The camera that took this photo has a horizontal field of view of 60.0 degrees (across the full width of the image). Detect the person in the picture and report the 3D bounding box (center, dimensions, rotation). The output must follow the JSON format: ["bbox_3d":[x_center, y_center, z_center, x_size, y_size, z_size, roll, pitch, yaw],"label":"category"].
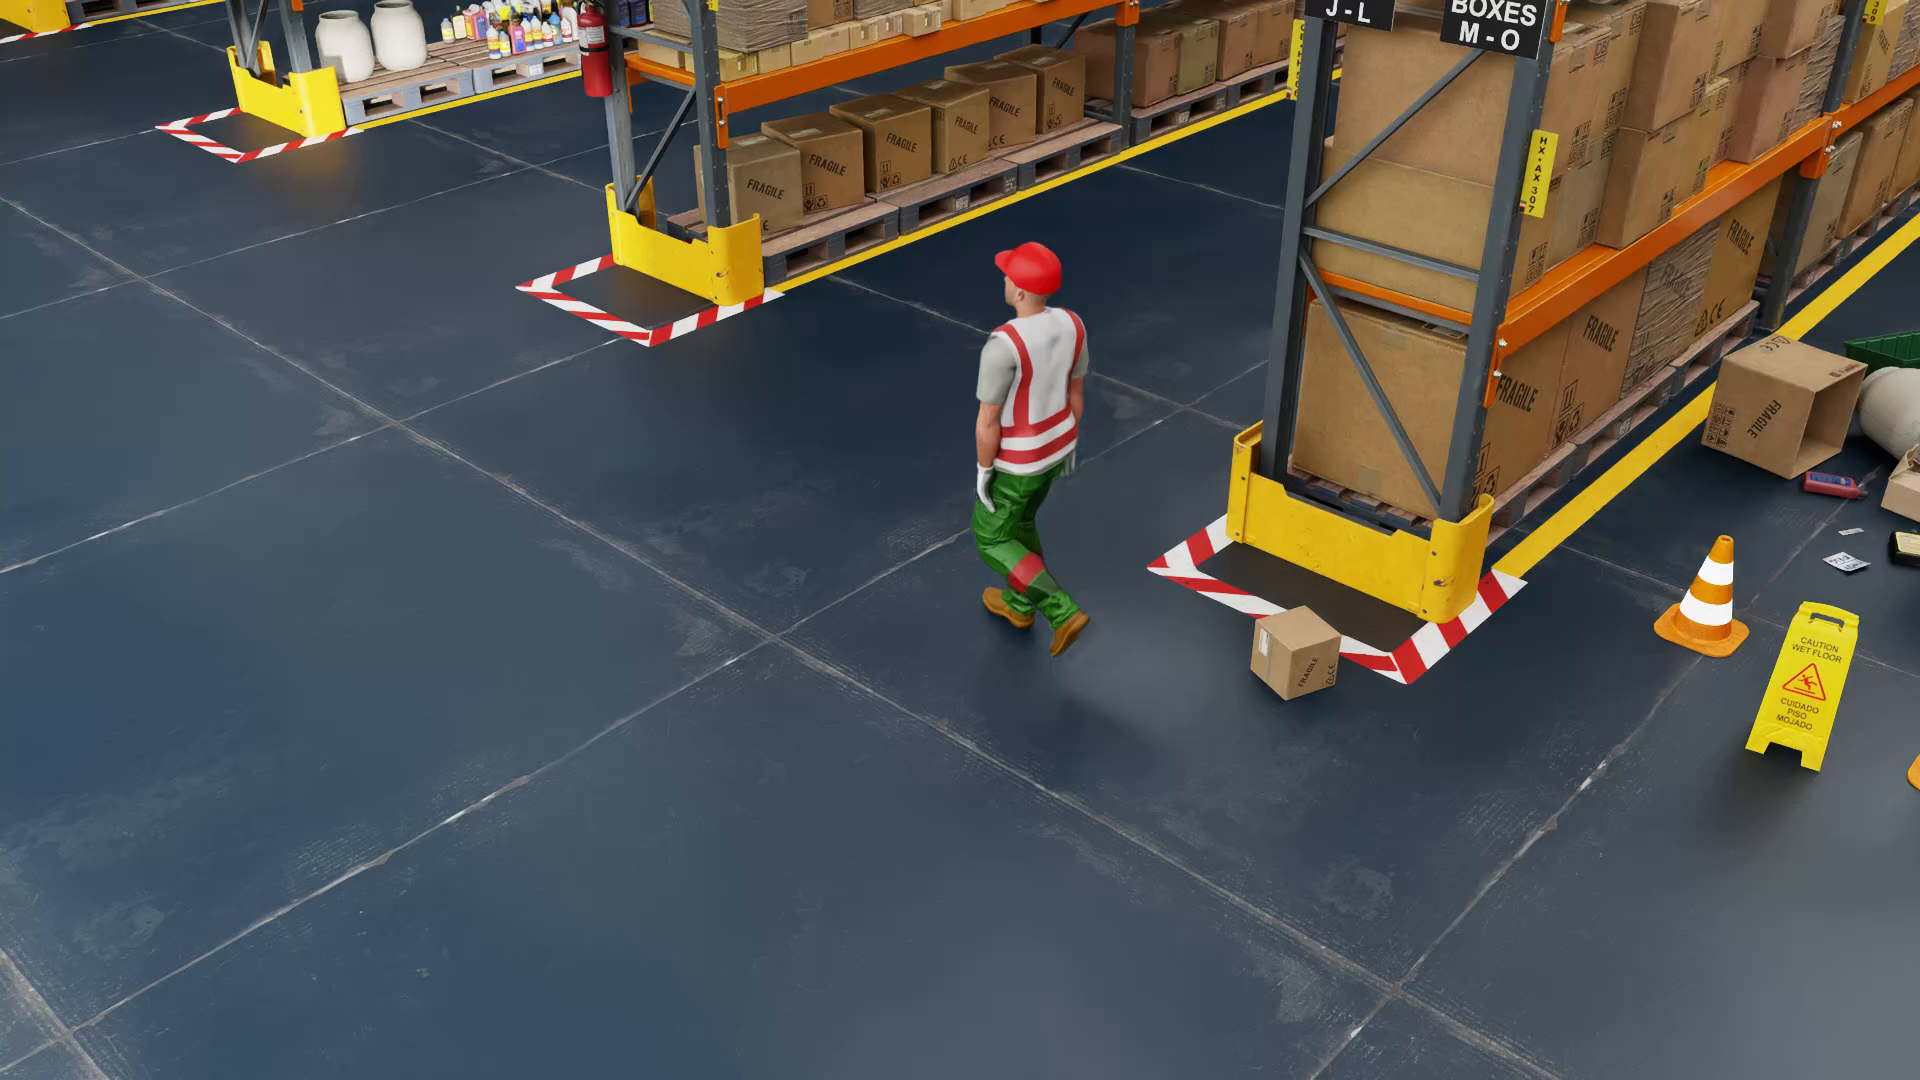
[{"bbox_3d":[0.301,-0.325,6.620,0.542,1.769,0.750,-27,40,-37],"label":"person"}]
